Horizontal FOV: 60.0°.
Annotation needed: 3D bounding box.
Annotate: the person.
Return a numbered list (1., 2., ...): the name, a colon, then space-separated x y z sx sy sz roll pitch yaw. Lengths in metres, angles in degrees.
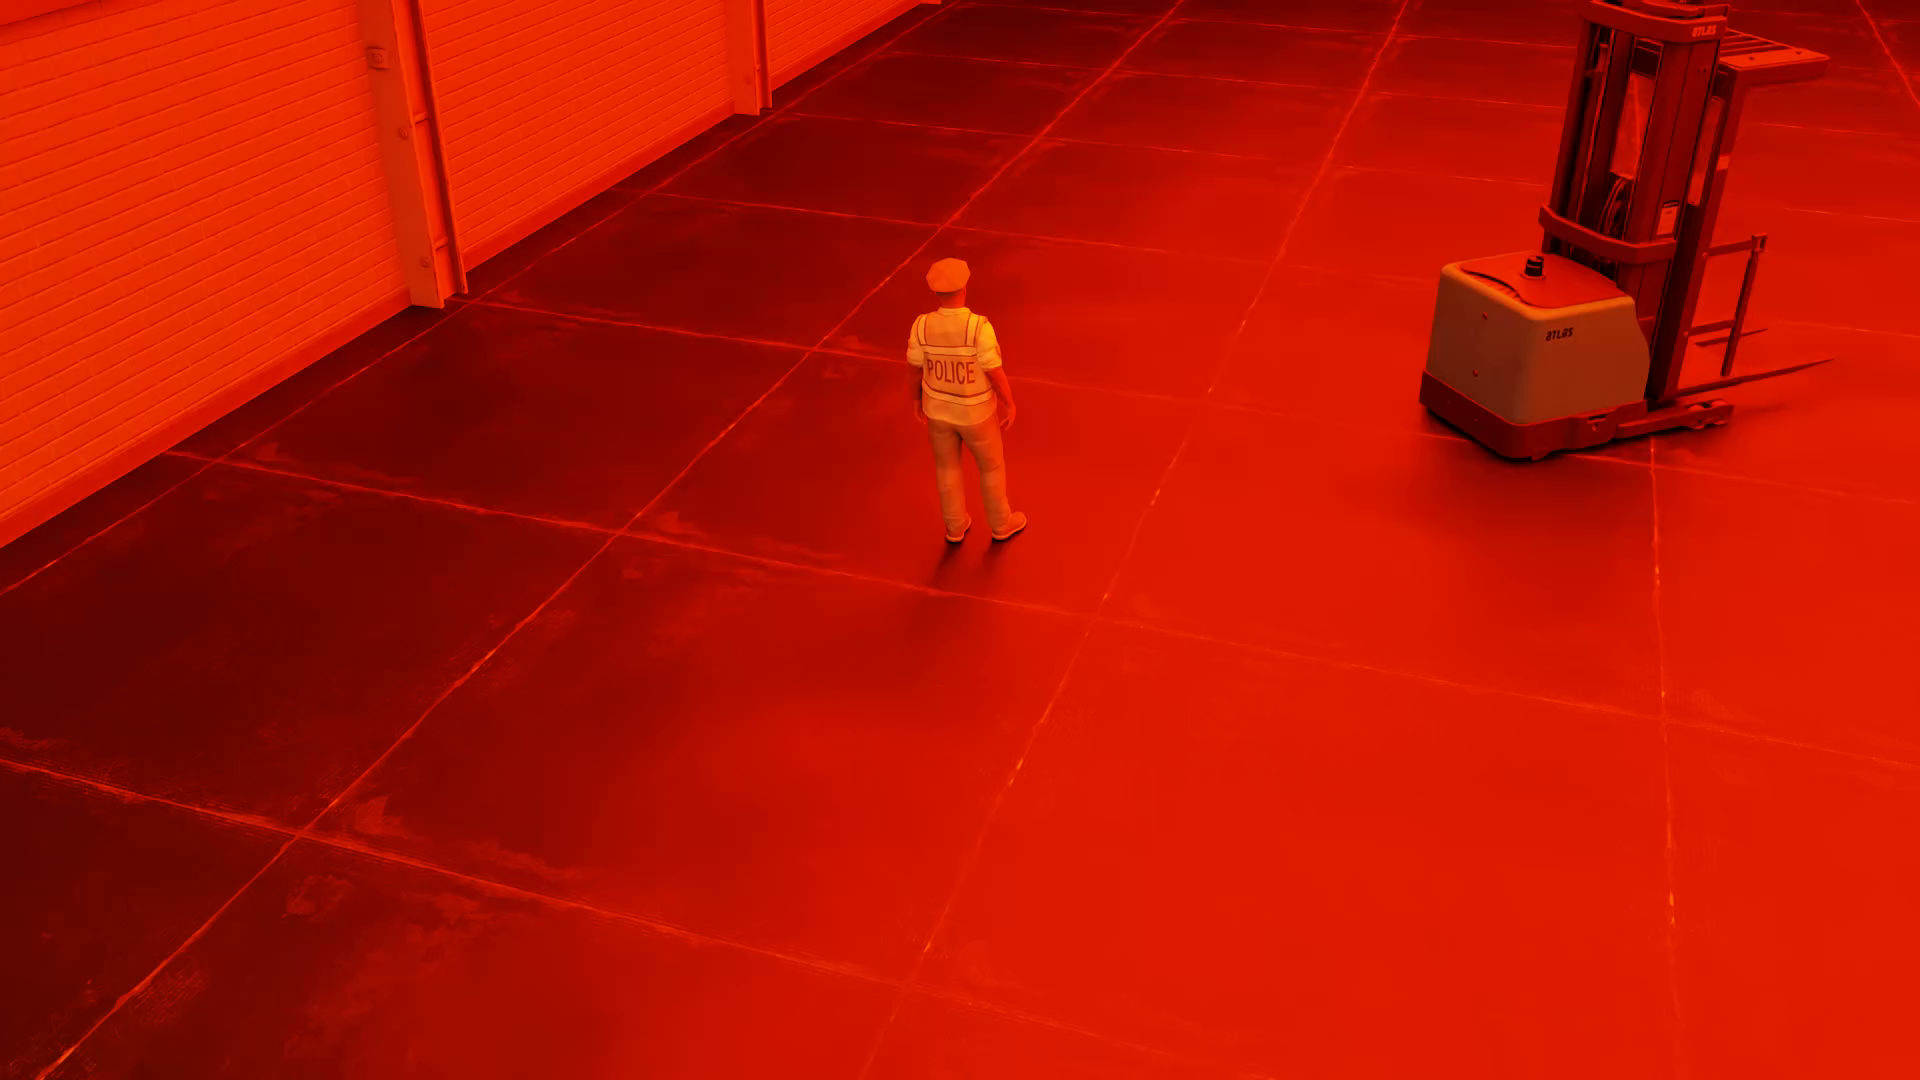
1. person: 0.037 -0.815 9.712 0.640 1.781 0.575 10 31 16

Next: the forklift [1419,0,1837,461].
1. forklift: 4.783 -2.259 11.100 3.031 2.935 1.130 -12 32 -20
